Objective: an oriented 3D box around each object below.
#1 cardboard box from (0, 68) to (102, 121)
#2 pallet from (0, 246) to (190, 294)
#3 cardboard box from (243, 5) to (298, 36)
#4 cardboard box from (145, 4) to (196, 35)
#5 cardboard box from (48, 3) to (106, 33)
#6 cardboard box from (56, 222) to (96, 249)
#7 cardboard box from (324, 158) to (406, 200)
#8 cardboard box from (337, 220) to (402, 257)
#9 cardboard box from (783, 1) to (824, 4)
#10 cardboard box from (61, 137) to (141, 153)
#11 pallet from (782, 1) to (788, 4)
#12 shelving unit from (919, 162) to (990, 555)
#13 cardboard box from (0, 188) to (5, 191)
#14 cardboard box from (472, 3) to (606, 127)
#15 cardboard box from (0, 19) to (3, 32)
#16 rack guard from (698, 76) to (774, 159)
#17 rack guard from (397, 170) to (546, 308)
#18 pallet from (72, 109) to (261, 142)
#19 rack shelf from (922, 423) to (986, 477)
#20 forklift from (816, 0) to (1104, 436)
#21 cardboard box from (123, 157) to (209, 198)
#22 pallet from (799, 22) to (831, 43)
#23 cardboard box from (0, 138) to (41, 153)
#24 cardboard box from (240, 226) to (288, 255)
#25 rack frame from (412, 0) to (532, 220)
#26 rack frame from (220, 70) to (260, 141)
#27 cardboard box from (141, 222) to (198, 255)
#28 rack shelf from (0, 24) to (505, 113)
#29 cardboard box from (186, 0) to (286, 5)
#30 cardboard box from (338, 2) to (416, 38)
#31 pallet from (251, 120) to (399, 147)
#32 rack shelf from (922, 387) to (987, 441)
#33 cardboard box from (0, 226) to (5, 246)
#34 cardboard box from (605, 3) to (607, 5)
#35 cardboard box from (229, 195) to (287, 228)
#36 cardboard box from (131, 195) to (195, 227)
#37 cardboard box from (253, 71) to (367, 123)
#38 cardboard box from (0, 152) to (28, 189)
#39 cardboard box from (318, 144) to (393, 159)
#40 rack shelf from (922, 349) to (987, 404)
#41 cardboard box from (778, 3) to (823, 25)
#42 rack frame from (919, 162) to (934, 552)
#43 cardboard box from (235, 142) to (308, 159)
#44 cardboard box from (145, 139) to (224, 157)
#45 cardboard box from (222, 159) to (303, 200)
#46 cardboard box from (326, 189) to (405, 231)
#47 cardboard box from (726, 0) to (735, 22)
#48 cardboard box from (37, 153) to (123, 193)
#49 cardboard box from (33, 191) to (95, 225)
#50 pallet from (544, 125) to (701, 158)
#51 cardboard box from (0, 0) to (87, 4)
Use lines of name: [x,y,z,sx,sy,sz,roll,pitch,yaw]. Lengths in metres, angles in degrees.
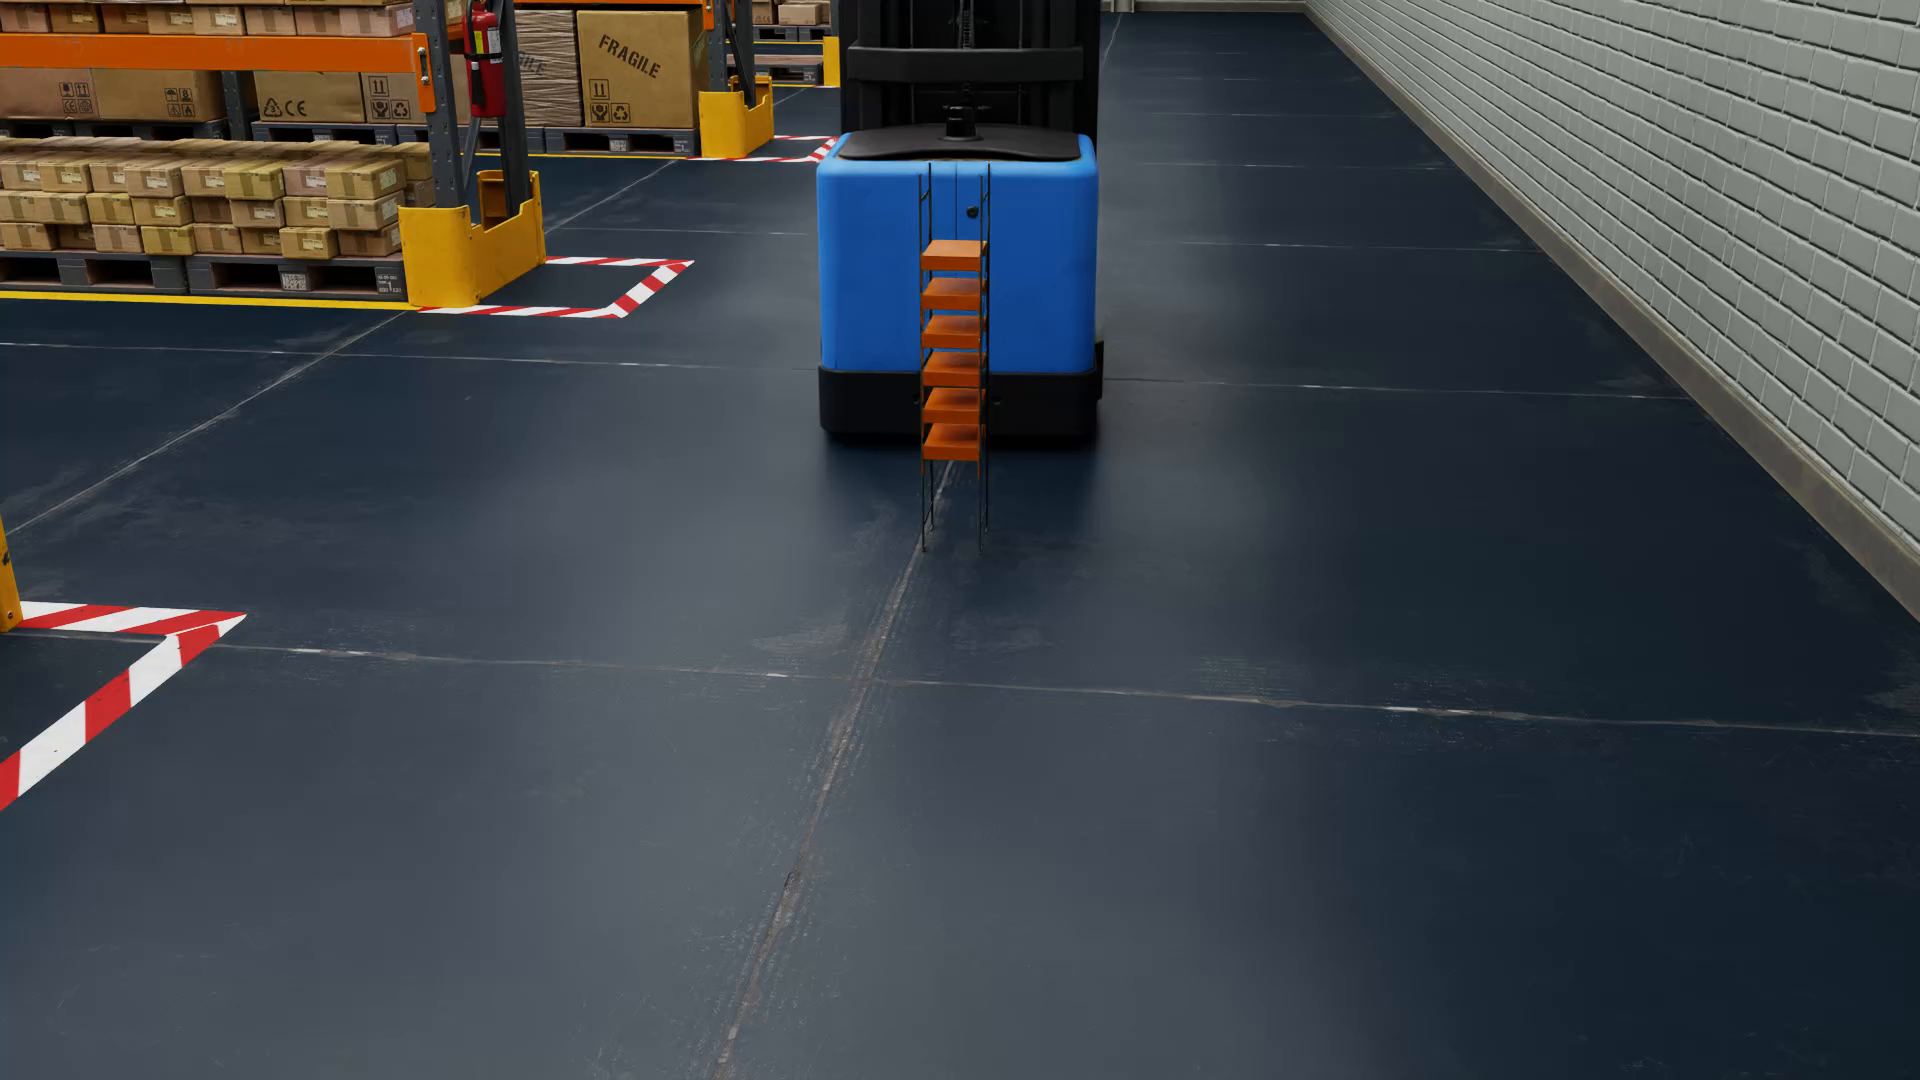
cardboard box: [-7.315,-4.027,13.865,0.875,0.875,1.225,2,22,4]
pallet: [-4.588,-1.590,9.174,1.213,0.211,1.003,2,22,6]
cardboard box: [-3.352,-2.606,8.292,0.250,0.149,0.380,2,22,6]
cardboard box: [-3.867,-2.630,8.355,0.250,0.149,0.380,2,22,4]
cardboard box: [-4.393,-2.669,8.453,0.250,0.149,0.380,3,22,7]
cardboard box: [-4.587,-1.666,8.882,0.250,0.149,0.380,3,22,8]
cardboard box: [-3.057,-1.858,8.558,0.250,0.149,0.380,3,22,7]
cardboard box: [-3.049,-1.598,8.708,0.250,0.149,0.380,3,22,7]
cardboard box: [-2.148,-7.301,22.969,0.500,0.250,0.500,2,22,6]
cardboard box: [-4.786,-2.151,9.298,0.250,0.149,0.380,2,22,4]
pallet: [-3.295,-8.828,27.484,1.213,0.211,1.003,2,22,6]
shelving unit: [-0.014,-0.559,5.221,0.189,1.200,0.258,2,22,6]
cardboard box: [-5.106,-1.821,8.869,0.250,0.149,0.380,4,22,9]
cardboard box: [-3.366,-3.833,13.375,0.875,0.875,0.875,2,22,6]
cardboard box: [-4.918,-2.667,8.448,0.250,0.149,0.380,3,22,9]
rack guard: [-1.794,-3.425,13.422,0.348,0.500,1.175,2,22,6]
rack guard: [-2.577,-1.623,8.864,0.348,0.500,1.175,2,22,6]
pallet: [-6.565,-3.470,13.931,1.213,0.211,1.003,2,22,6]
rack shelf: [-0.014,-0.294,5.325,0.180,0.103,0.258,2,22,6]
forklift: [0.050,-2.247,7.138,1.130,2.935,3.031,1,22,2]
cardboard box: [-4.095,-1.881,8.614,0.250,0.149,0.380,3,22,8]
pallet: [-1.515,-6.945,22.721,1.213,0.211,1.003,2,22,6]
cardboard box: [-5.335,-2.136,9.260,0.250,0.149,0.380,3,22,8]
cardboard box: [-3.569,-1.615,8.751,0.250,0.149,0.380,2,22,6]
rack frame: [-2.502,-2.782,8.396,0.127,3.000,1.000,2,22,6]
rack frame: [-5.790,-4.761,13.403,0.127,3.000,1.000,2,22,6]
cardboard box: [-4.076,-1.609,8.736,0.250,0.149,0.380,2,22,4]
rack shelf: [-4.488,-2.534,8.747,4.000,0.370,1.077,2,22,6]
cardboard box: [-3.489,-2.916,8.196,0.500,0.500,0.500,2,22,5]
cardboard box: [-2.859,-2.576,8.217,0.250,0.149,0.380,3,22,6]
pallet: [-5.044,-3.403,13.760,1.213,0.211,1.003,2,22,6]
rack shelf: [-0.014,-0.406,5.281,0.180,0.103,0.258,2,22,6]
cardboard box: [-5.104,-1.696,8.957,0.250,0.149,0.380,2,22,4]
cardboard box: [-5.144,-7.337,22.719,0.500,0.500,0.500,2,22,6]
cardboard box: [-3.576,-1.730,8.638,0.250,0.149,0.380,2,22,4]
cardboard box: [-4.092,-1.748,8.683,0.250,0.149,0.380,3,22,7]
cardboard box: [-5.144,-3.911,13.571,0.875,0.875,0.875,2,22,6]
cardboard box: [-5.128,-1.940,8.765,0.250,0.149,0.380,3,22,7]
cardboard box: [-3.270,-2.043,9.024,0.250,0.149,0.380,3,22,7]
rack shelf: [-0.014,-0.517,5.237,0.180,0.103,0.258,2,22,6]
cardboard box: [-2.157,-7.116,22.502,0.500,0.250,0.500,2,22,6]
rack frame: [-0.105,-0.563,5.231,0.006,1.200,0.240,2,22,6]
cardboard box: [-3.761,-2.081,9.120,0.250,0.149,0.380,1,22,4]
cardboard box: [-4.291,-2.124,9.230,0.250,0.149,0.380,3,22,7]
cardboard box: [-3.572,-1.855,8.549,0.250,0.149,0.380,2,22,5]
cardboard box: [-3.059,-1.708,8.583,0.250,0.149,0.380,2,22,5]
cardboard box: [-3.276,-7.379,23.082,0.500,0.311,0.500,2,22,6]
cardboard box: [-4.607,-1.933,8.748,0.250,0.149,0.380,3,22,7]
cardboard box: [-4.621,-1.767,8.732,0.250,0.149,0.380,3,22,7]
pallet: [-2.621,-3.297,13.493,1.213,0.211,1.003,2,22,6]
cardboard box: [-4.488,-2.960,8.306,0.500,0.500,0.500,4,22,9]
